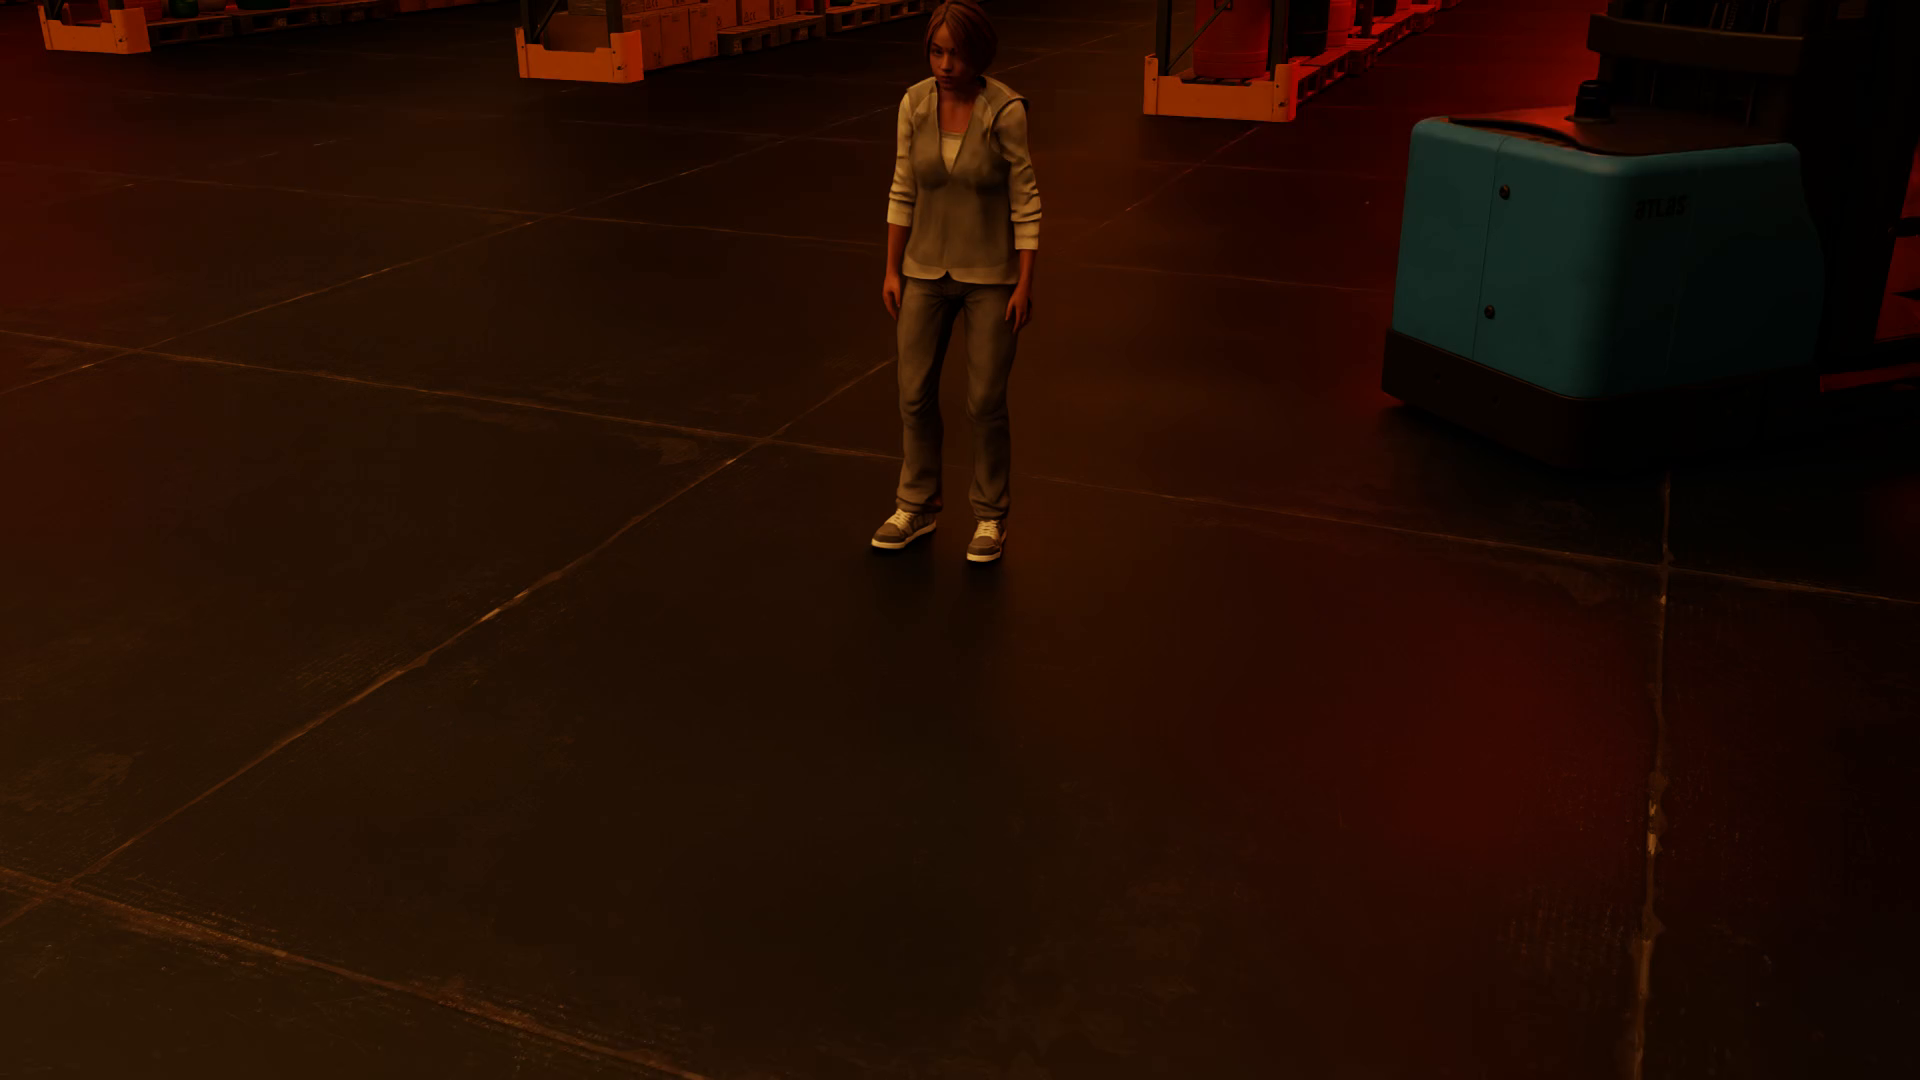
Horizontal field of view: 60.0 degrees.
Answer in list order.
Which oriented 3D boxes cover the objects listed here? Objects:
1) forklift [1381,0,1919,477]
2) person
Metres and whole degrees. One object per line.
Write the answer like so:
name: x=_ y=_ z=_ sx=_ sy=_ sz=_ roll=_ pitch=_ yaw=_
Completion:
forklift: x=3.145 y=-1.929 z=5.907 sx=3.031 sy=2.935 sz=1.130 roll=-10 pitch=25 yaw=-23
person: x=-0.002 y=-0.726 z=4.766 sx=0.467 sy=1.592 sz=0.344 roll=8 pitch=24 yaw=19
